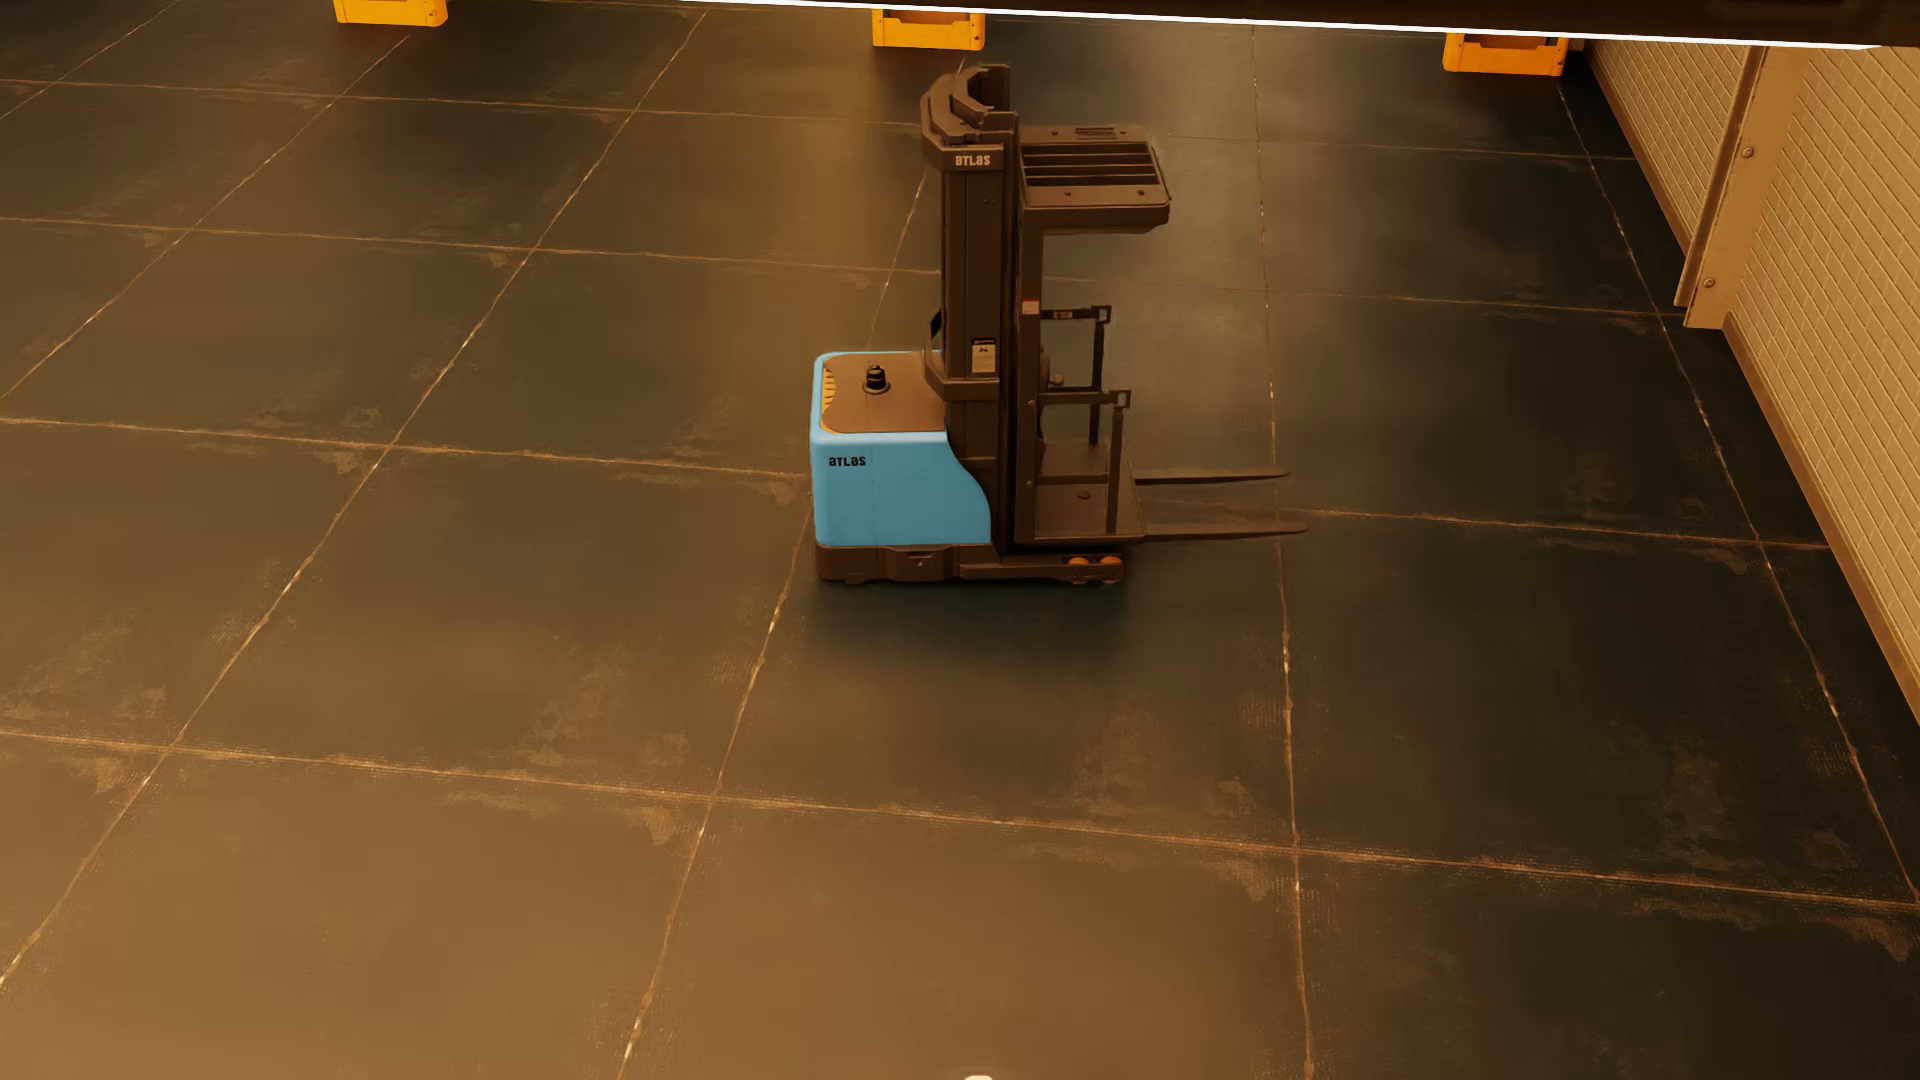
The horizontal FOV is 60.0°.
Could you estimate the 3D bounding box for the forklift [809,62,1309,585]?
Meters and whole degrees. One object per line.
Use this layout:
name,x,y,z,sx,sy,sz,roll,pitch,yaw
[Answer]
forklift,0.616,-1.225,9.692,3.031,2.935,1.130,-1,36,-2

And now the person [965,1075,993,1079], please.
person,-0.148,2.505,5.805,0.569,1.674,1.223,27,44,32
